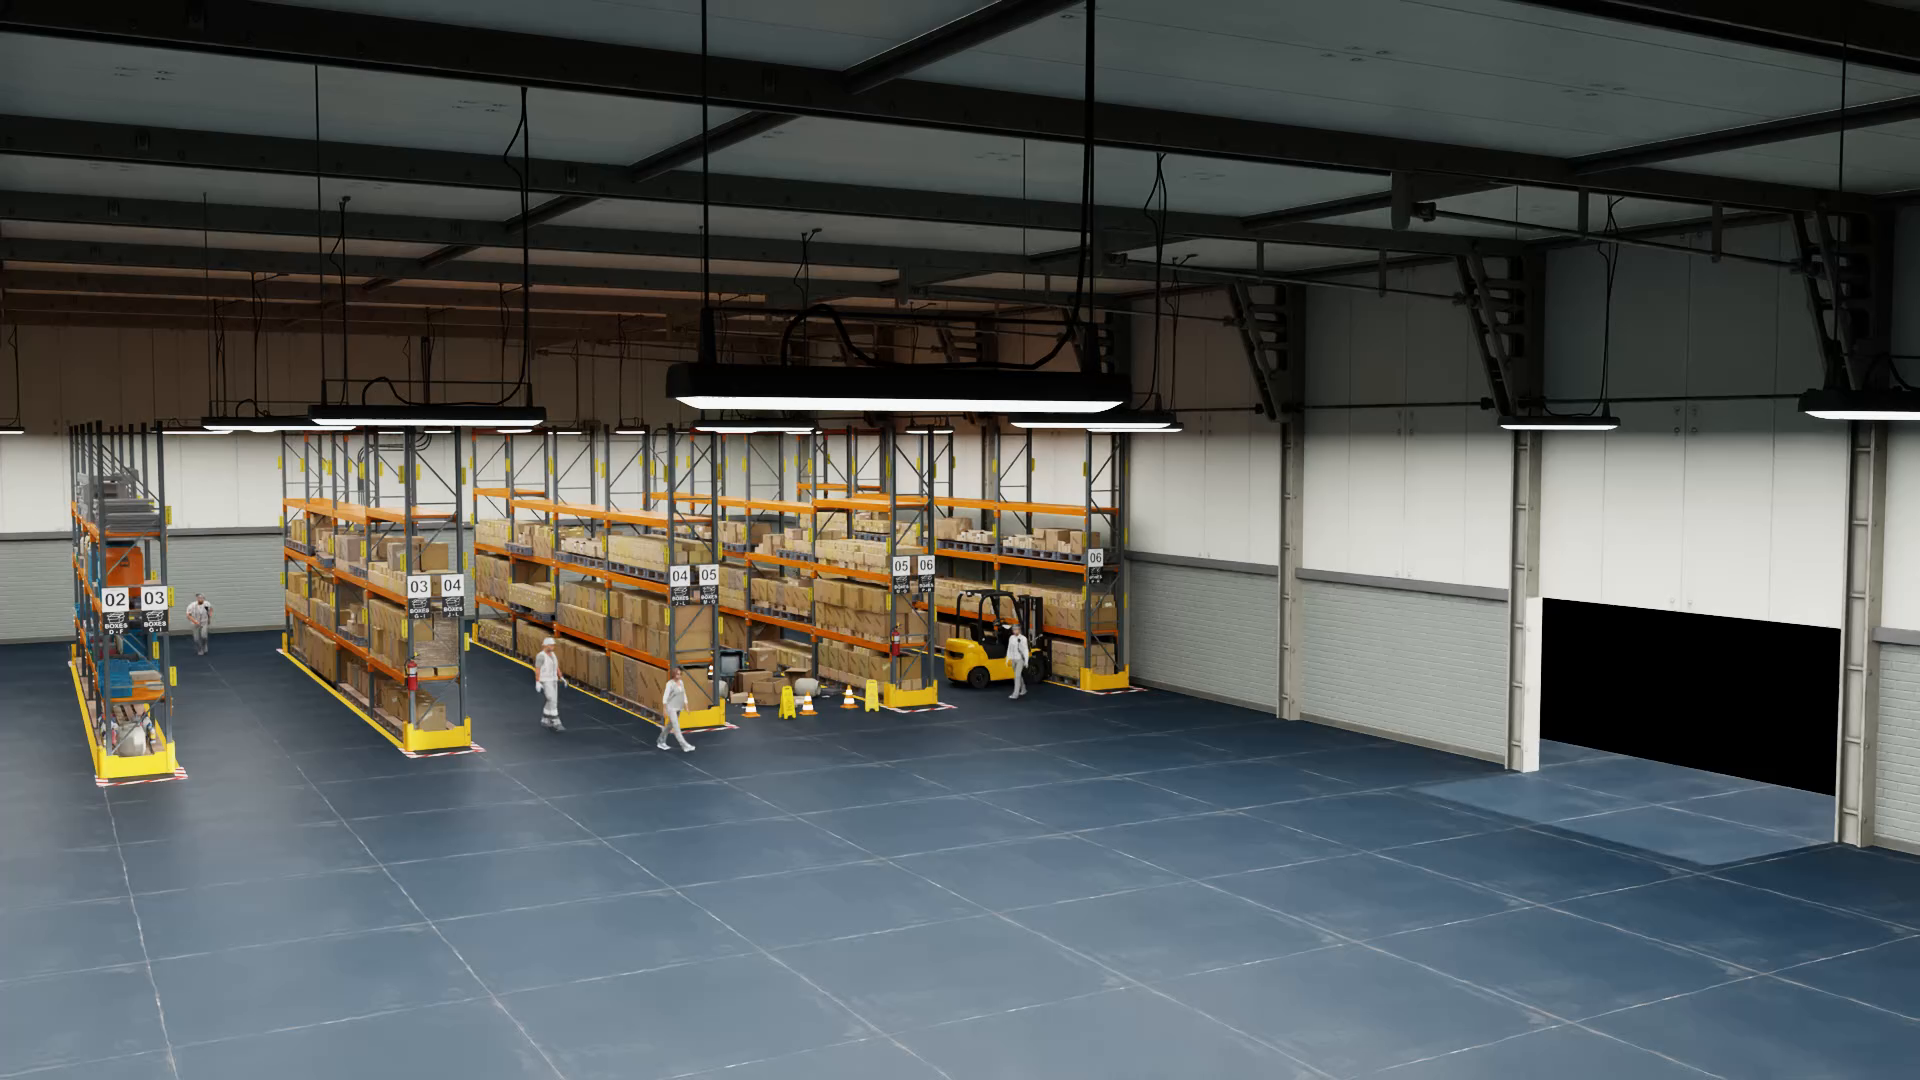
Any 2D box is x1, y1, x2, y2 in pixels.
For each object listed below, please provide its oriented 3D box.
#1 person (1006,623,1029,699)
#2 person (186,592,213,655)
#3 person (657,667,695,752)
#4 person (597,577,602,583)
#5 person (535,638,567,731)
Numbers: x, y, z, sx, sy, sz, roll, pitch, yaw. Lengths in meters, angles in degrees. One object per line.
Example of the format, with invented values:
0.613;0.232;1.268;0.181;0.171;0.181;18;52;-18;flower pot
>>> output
1.255;2.646;36.531;0.477;1.645;0.840;3;5;44;person
-19.951;2.192;43.650;0.614;1.680;0.734;-1;4;-18;person
-5.122;3.125;30.116;1.018;1.419;0.430;2;4;27;person
-10.223;1.931;47.292;0.818;1.765;0.581;0;4;-4;person
-7.969;2.821;32.661;0.756;1.788;0.558;2;4;23;person
